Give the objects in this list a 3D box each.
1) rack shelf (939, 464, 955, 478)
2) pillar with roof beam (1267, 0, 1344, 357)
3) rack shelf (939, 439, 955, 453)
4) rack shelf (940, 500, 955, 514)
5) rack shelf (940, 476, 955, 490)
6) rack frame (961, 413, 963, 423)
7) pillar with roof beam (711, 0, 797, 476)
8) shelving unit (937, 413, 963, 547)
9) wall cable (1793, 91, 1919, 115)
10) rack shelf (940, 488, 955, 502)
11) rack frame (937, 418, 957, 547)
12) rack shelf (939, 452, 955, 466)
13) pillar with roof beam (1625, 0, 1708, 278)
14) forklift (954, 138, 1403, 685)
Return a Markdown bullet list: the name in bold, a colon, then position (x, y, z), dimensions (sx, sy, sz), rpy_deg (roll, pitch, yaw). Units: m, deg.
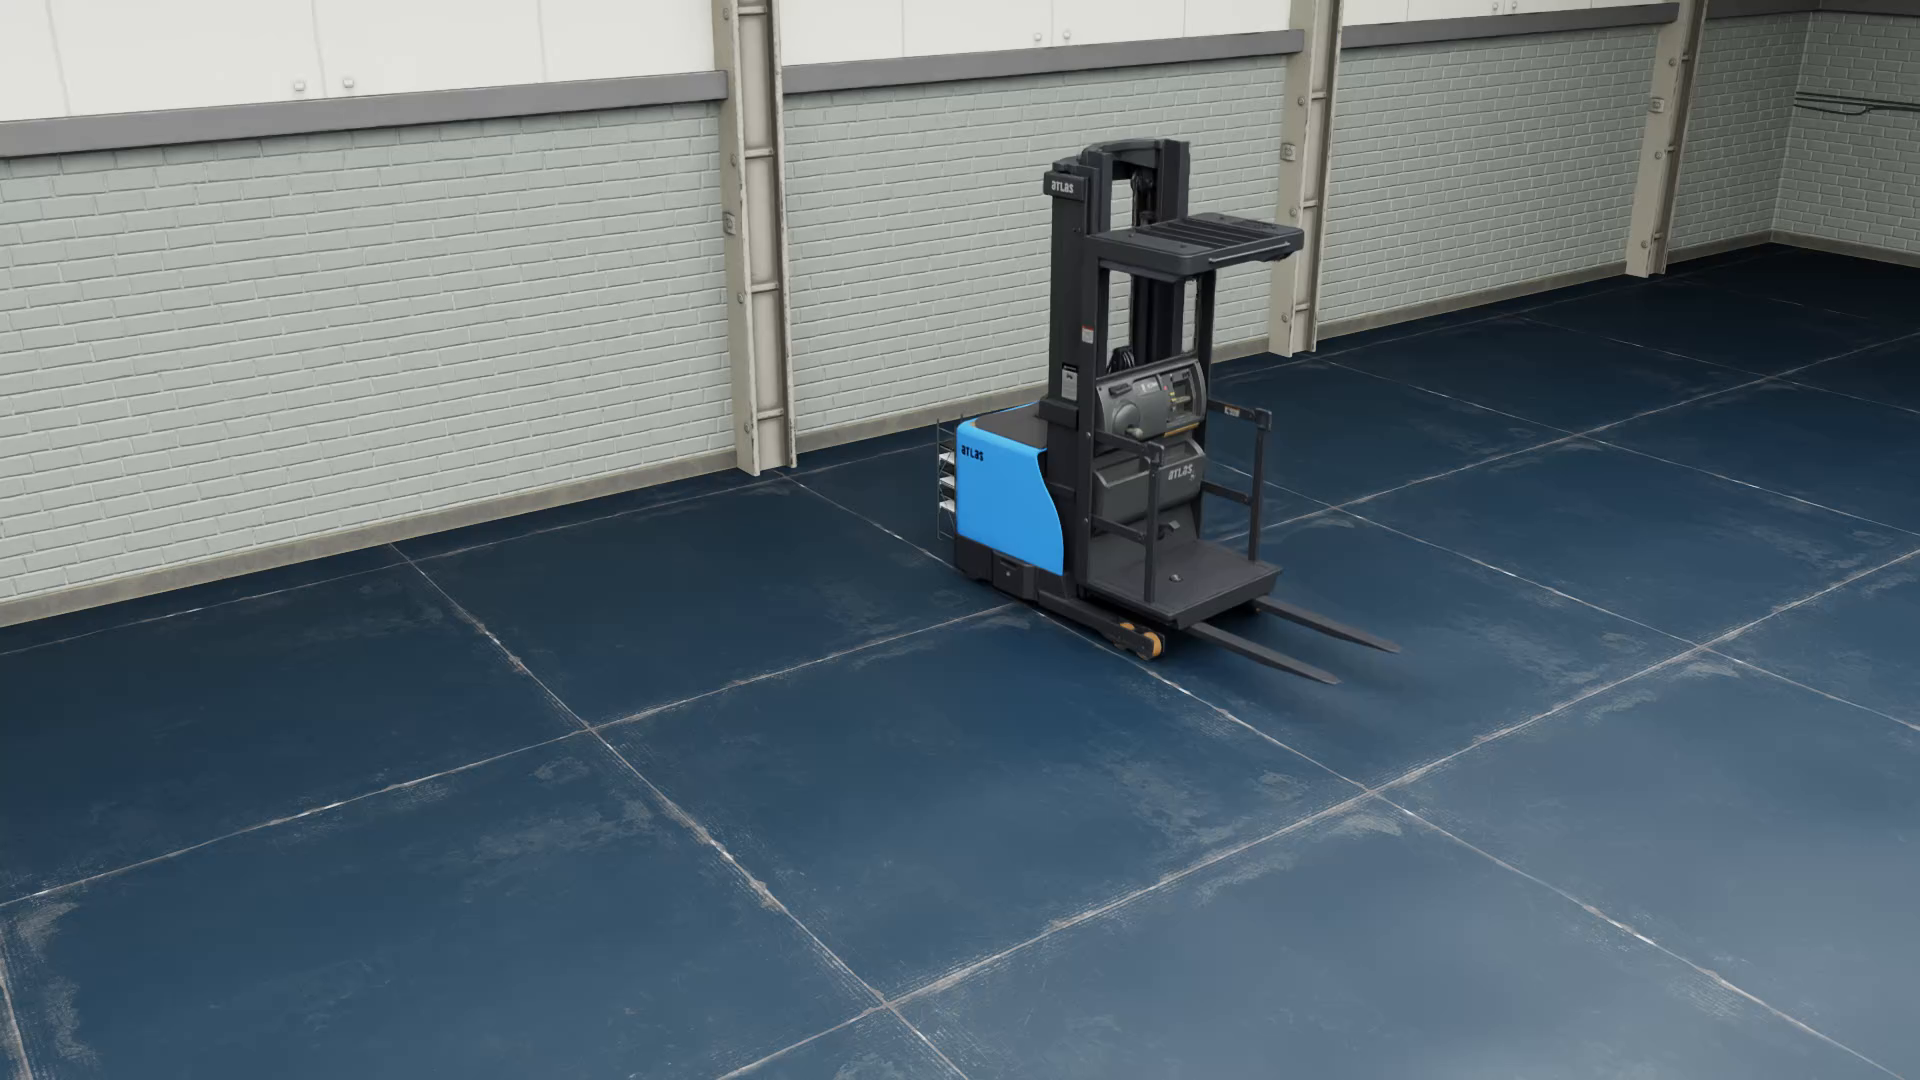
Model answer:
- **rack shelf**: position (-0.007, -0.469, 11.704), dimensions (0.200, 0.077, 0.258), rpy_deg (-15, 26, -33)
- **pillar with roof beam**: position (5.826, -4.777, 11.726), dimensions (0.400, 9.000, 9.100), rpy_deg (-15, 26, -33)
- **rack shelf**: position (-0.007, -0.636, 11.637), dimensions (0.200, 0.077, 0.258), rpy_deg (-15, 26, -33)
- **rack shelf**: position (-0.007, -0.218, 11.804), dimensions (0.200, 0.077, 0.258), rpy_deg (-15, 26, -33)
- **rack shelf**: position (-0.007, -0.385, 11.738), dimensions (0.200, 0.077, 0.258), rpy_deg (-15, 26, -33)
- **rack frame**: position (0.076, -0.438, 11.780), dimensions (0.006, 0.900, 0.240), rpy_deg (-15, 26, -33)
- **pillar with roof beam**: position (0.955, -3.478, 8.471), dimensions (0.400, 9.000, 9.100), rpy_deg (-15, 26, -33)
- **shelving unit**: position (-0.007, -0.416, 11.725), dimensions (0.210, 0.900, 0.258), rpy_deg (-15, 26, -33)
- **wall cable**: position (11.346, -6.168, 19.403), dimensions (0.112, 2.526, 3.097), rpy_deg (-15, 26, -33)
- **rack shelf**: position (-0.007, -0.302, 11.771), dimensions (0.200, 0.077, 0.258), rpy_deg (-15, 26, -33)
- **rack frame**: position (-0.089, -0.394, 11.670), dimensions (0.006, 0.900, 0.240), rpy_deg (-15, 26, -33)
- **rack shelf**: position (-0.007, -0.552, 11.671), dimensions (0.200, 0.077, 0.258), rpy_deg (-15, 26, -33)
- **pillar with roof beam**: position (10.696, -6.076, 14.980), dimensions (0.400, 9.000, 9.100), rpy_deg (-15, 26, -33)
- **forklift**: position (1.322, -0.848, 10.068), dimensions (1.130, 2.935, 3.031), rpy_deg (-19, 28, -39)
